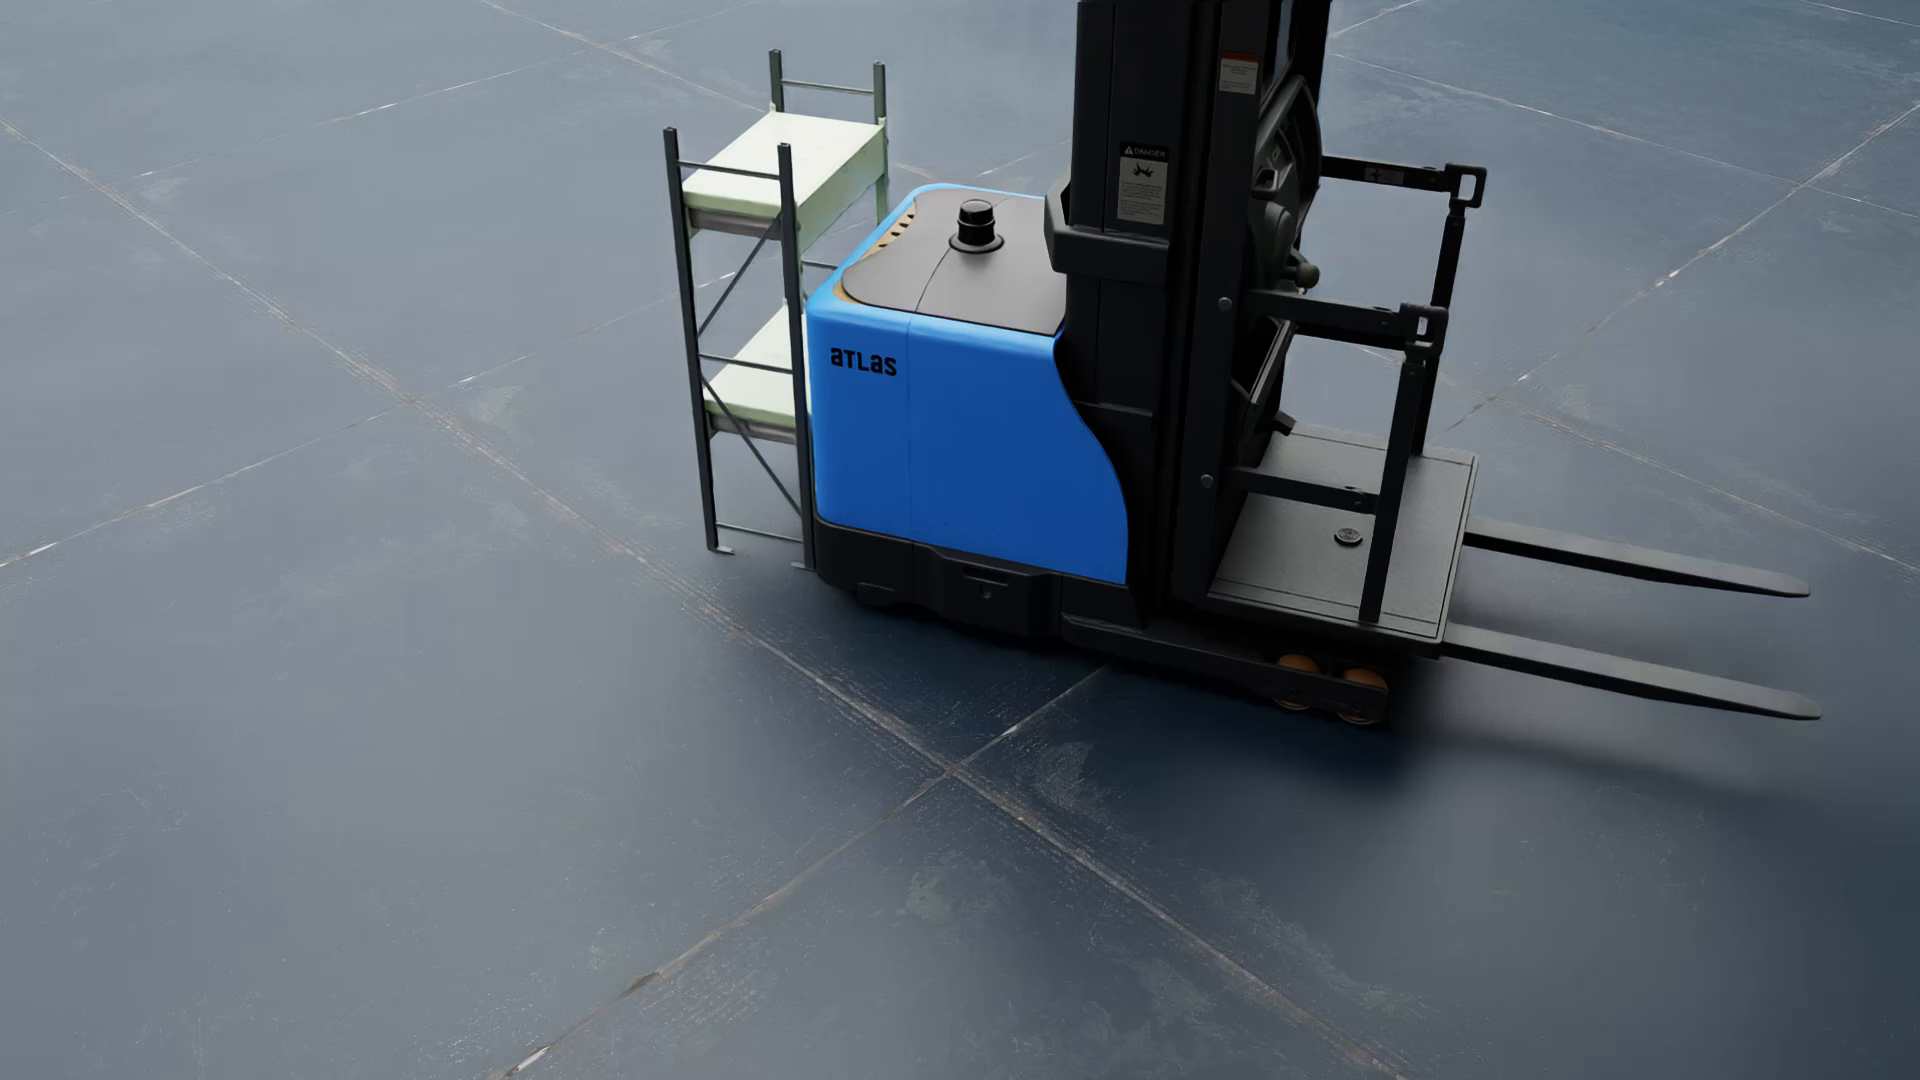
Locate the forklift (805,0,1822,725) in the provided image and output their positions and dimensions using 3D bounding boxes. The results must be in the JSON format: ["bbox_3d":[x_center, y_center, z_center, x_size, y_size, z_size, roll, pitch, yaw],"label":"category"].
[{"bbox_3d":[1.099,-0.996,4.617,3.031,2.935,1.130,12,37,16],"label":"forklift"}]

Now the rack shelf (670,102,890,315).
[{"bbox_3d":[-0.553,-1.068,5.288,0.431,0.370,0.720,11,36,16],"label":"rack shelf"}]

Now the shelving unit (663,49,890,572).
[{"bbox_3d":[-0.553,-0.748,5.511,0.431,1.500,0.755,11,36,16],"label":"shelving unit"}]

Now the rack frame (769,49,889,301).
[{"bbox_3d":[-0.431,-0.945,5.795,0.400,1.500,0.023,11,36,16],"label":"rack frame"}]

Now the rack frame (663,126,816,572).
[{"bbox_3d":[-0.675,-0.551,5.228,0.400,1.500,0.023,11,36,16],"label":"rack frame"}]

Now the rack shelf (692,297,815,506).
[{"bbox_3d":[-0.553,-0.481,5.698,0.431,0.370,0.720,11,36,16],"label":"rack shelf"}]
